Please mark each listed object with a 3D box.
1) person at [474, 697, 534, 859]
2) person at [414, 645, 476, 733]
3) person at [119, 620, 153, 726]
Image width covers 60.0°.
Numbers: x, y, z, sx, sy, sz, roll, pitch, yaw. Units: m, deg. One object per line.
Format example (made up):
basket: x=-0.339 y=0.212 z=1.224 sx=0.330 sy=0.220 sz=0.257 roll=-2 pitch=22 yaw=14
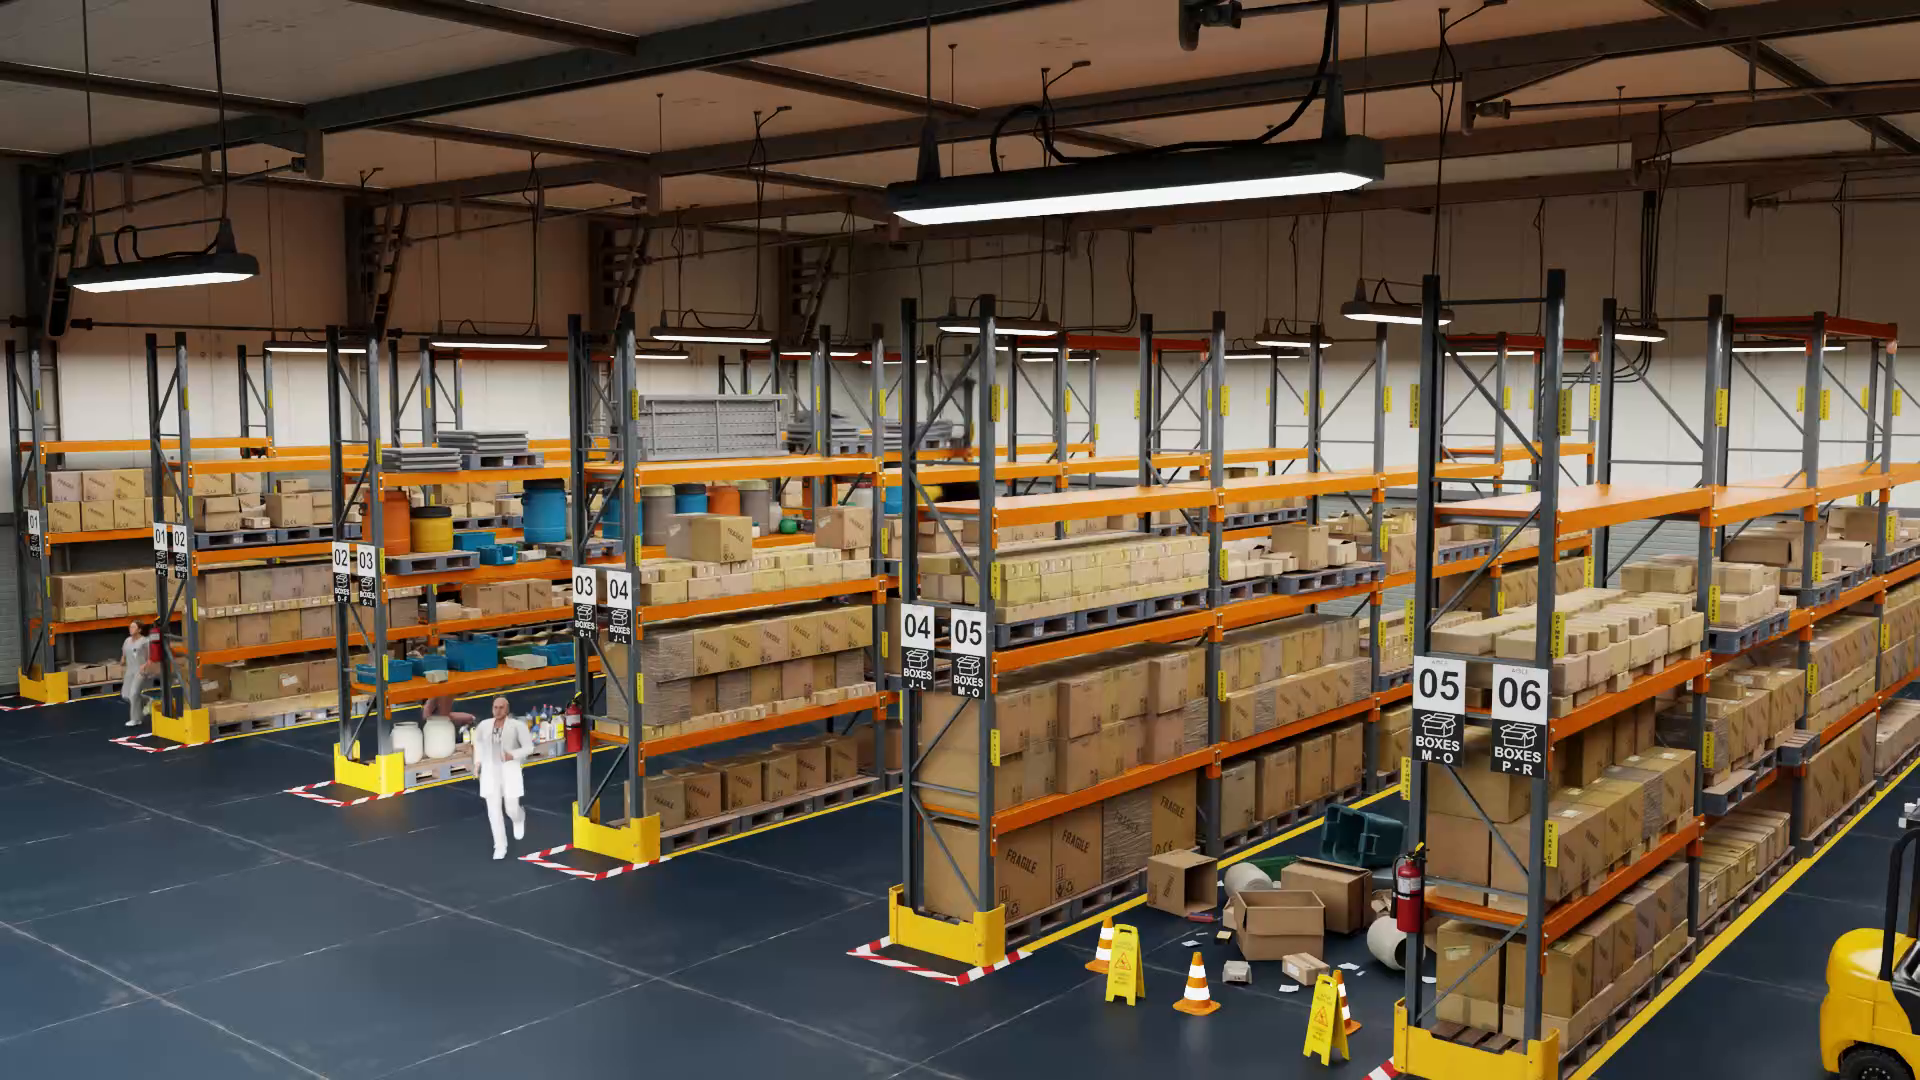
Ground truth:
person: x=-5.100 y=2.616 z=18.560 sx=0.711 sy=1.750 sz=0.884 roll=0 pitch=5 yaw=-1
person: x=-7.518 y=2.246 z=24.313 sx=0.587 sy=1.518 sz=0.964 roll=5 pitch=7 yaw=44
person: x=-12.690 y=2.038 z=25.732 sx=0.557 sy=1.626 sz=0.636 roll=1 pitch=5 yaw=12
